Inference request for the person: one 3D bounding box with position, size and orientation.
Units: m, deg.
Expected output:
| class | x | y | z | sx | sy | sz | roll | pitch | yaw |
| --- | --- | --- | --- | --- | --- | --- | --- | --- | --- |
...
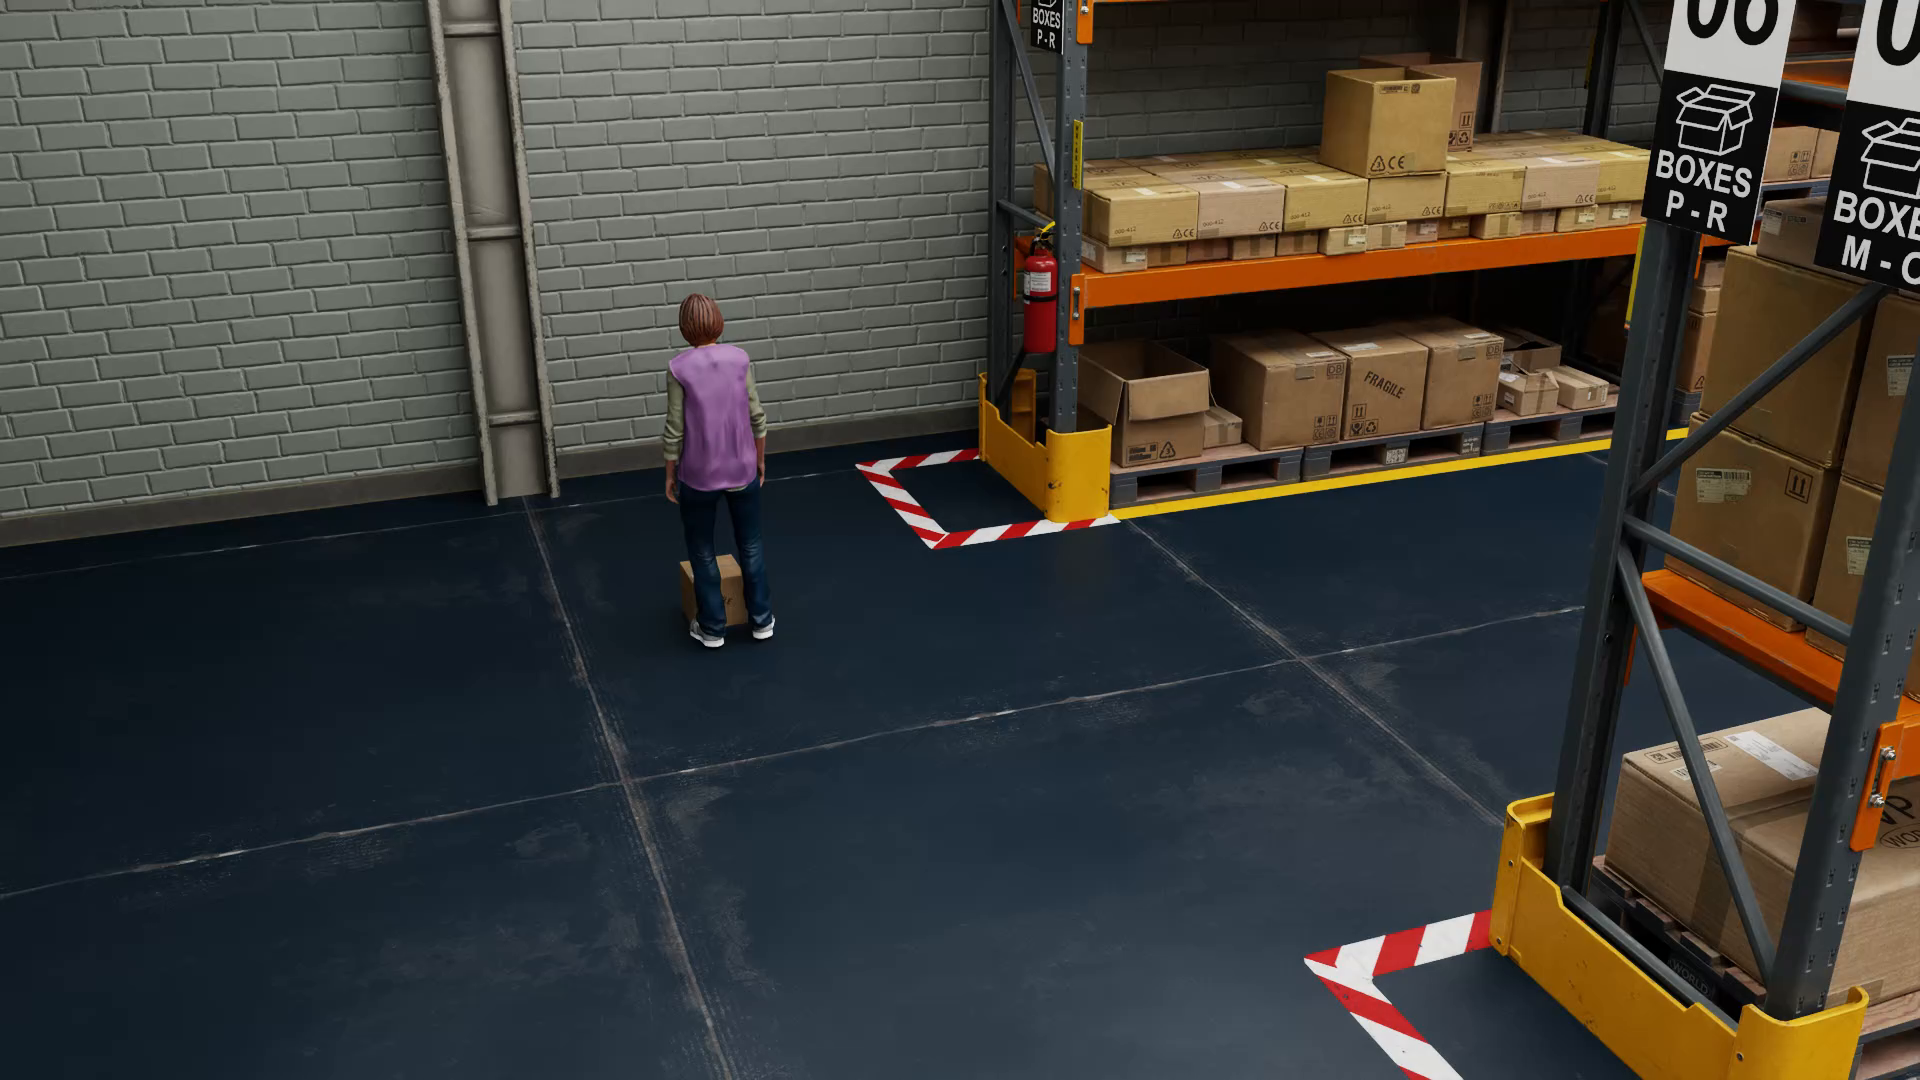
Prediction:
| class | x | y | z | sx | sy | sz | roll | pitch | yaw |
| --- | --- | --- | --- | --- | --- | --- | --- | --- | --- |
| person | -1.058 | -0.267 | 7.292 | 0.485 | 1.553 | 0.343 | -10 | 25 | -22 |
